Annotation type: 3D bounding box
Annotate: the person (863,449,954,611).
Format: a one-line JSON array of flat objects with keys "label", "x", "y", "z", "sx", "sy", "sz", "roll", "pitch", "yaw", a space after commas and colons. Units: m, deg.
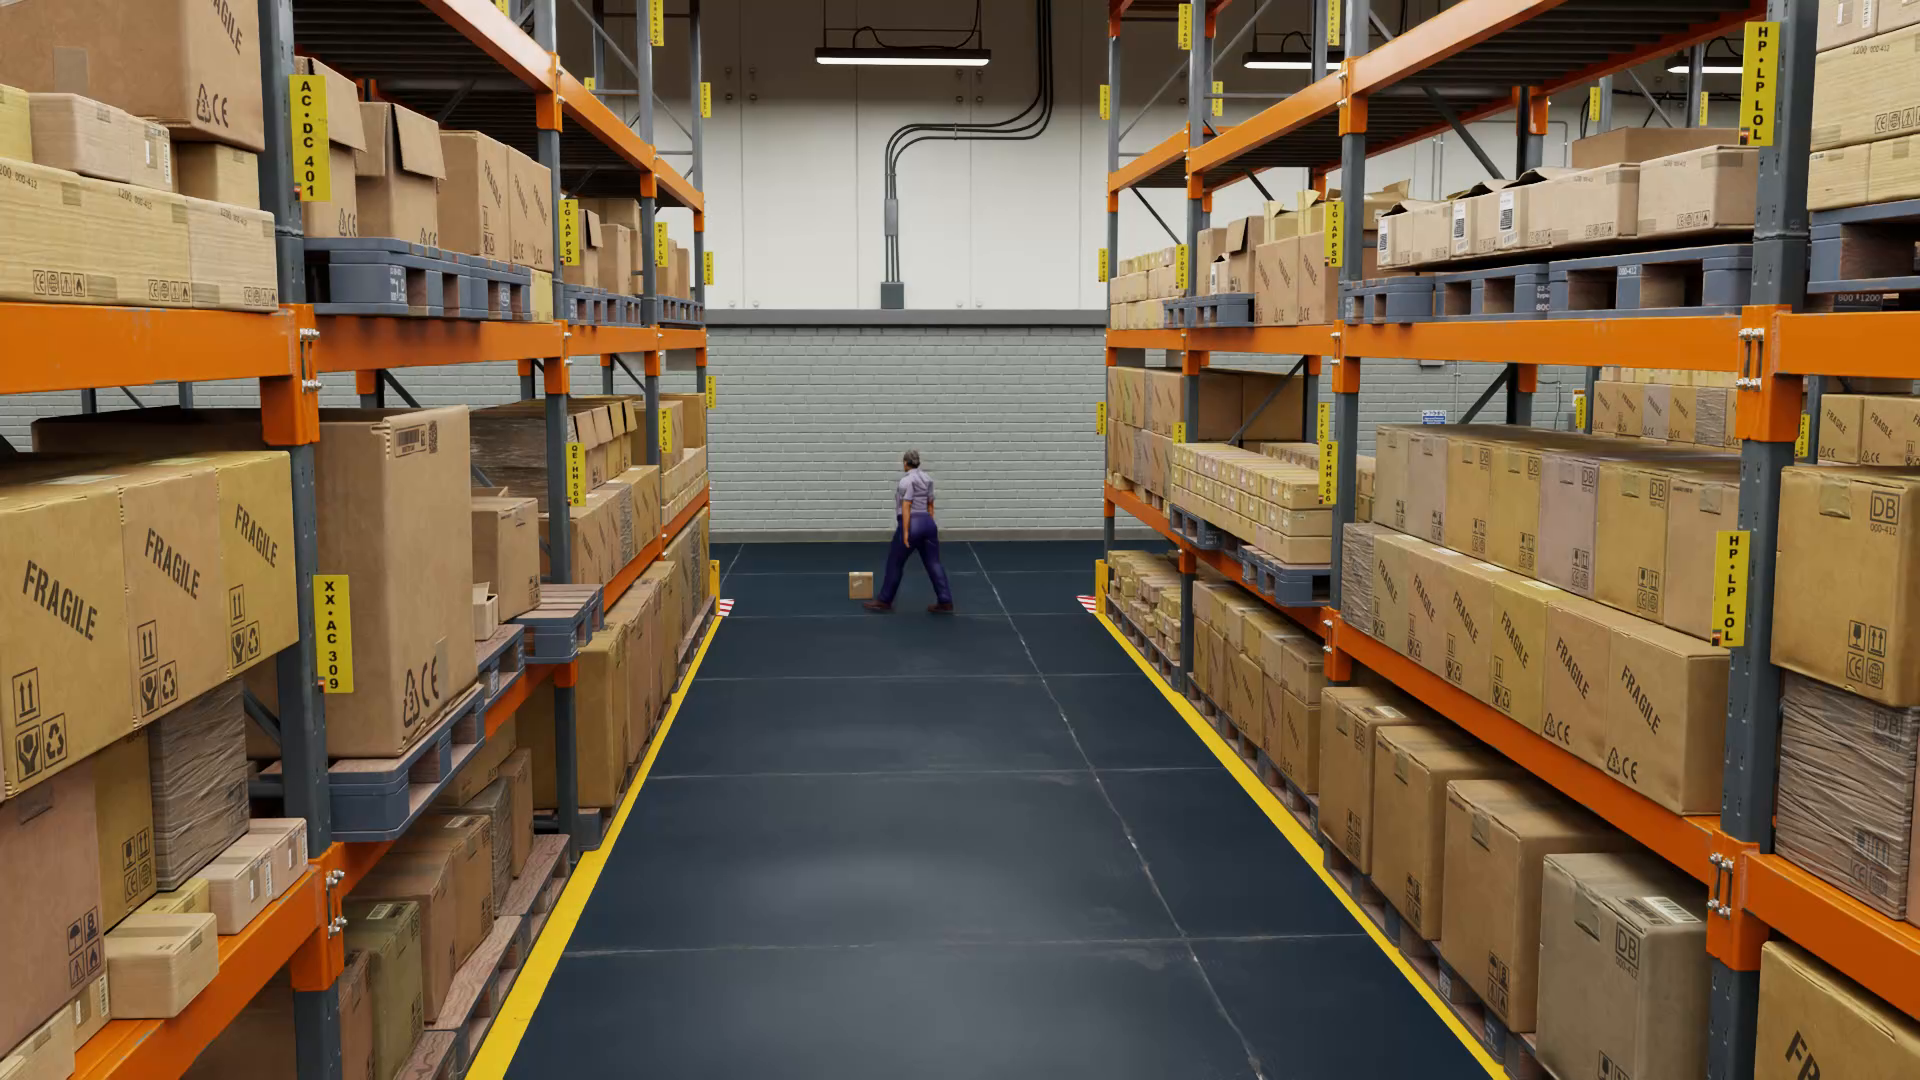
[{"label": "person", "x": -0.486, "y": -0.096, "z": 16.582, "sx": 0.857, "sy": 1.601, "sz": 0.583, "roll": 6, "pitch": 9, "yaw": 38}]
